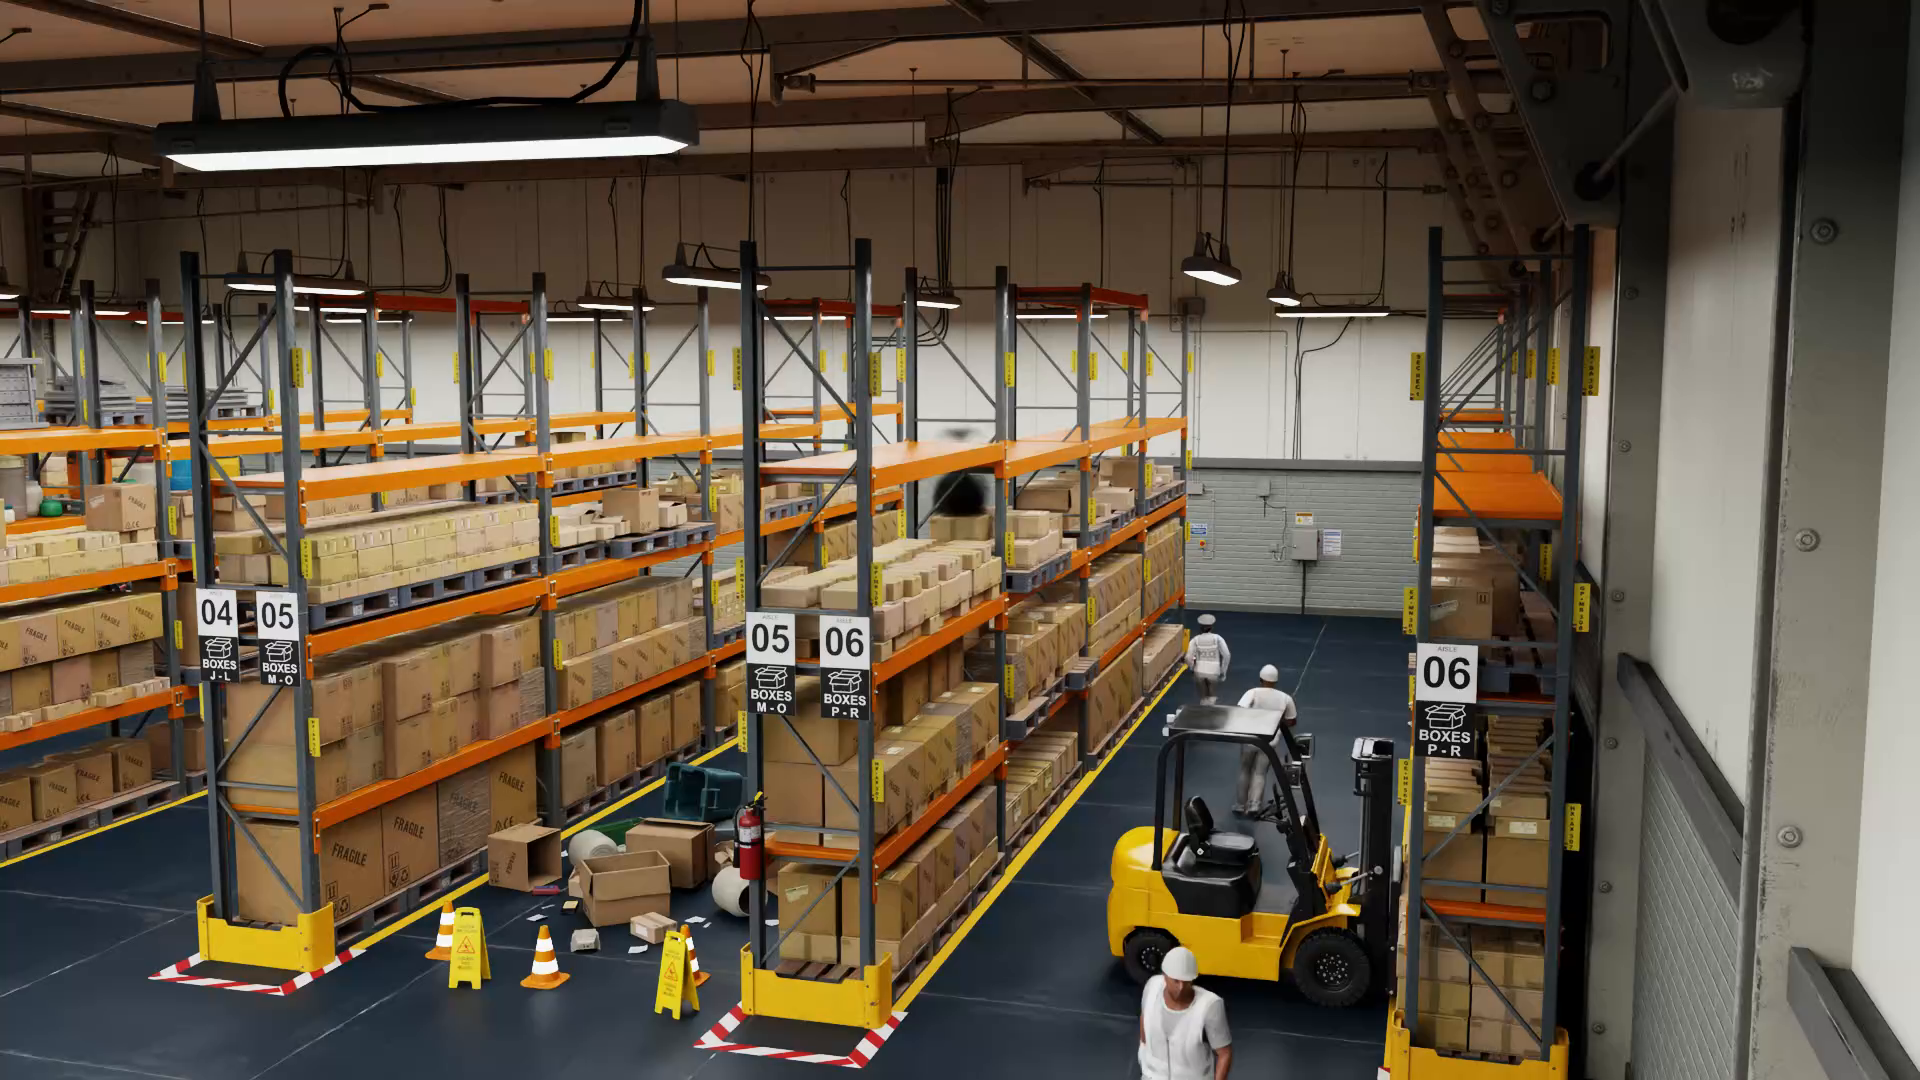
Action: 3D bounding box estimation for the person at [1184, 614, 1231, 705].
[{"bbox_3d":[3.370,1.833,22.671,0.625,1.627,0.520,1,7,12],"label":"person"}]

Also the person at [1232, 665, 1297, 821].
[{"bbox_3d":[3.375,2.249,18.432,0.720,1.744,0.927,0,6,4],"label":"person"}]

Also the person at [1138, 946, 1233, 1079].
[{"bbox_3d":[1.305,3.195,9.840,0.651,1.716,0.772,3,7,22],"label":"person"}]
